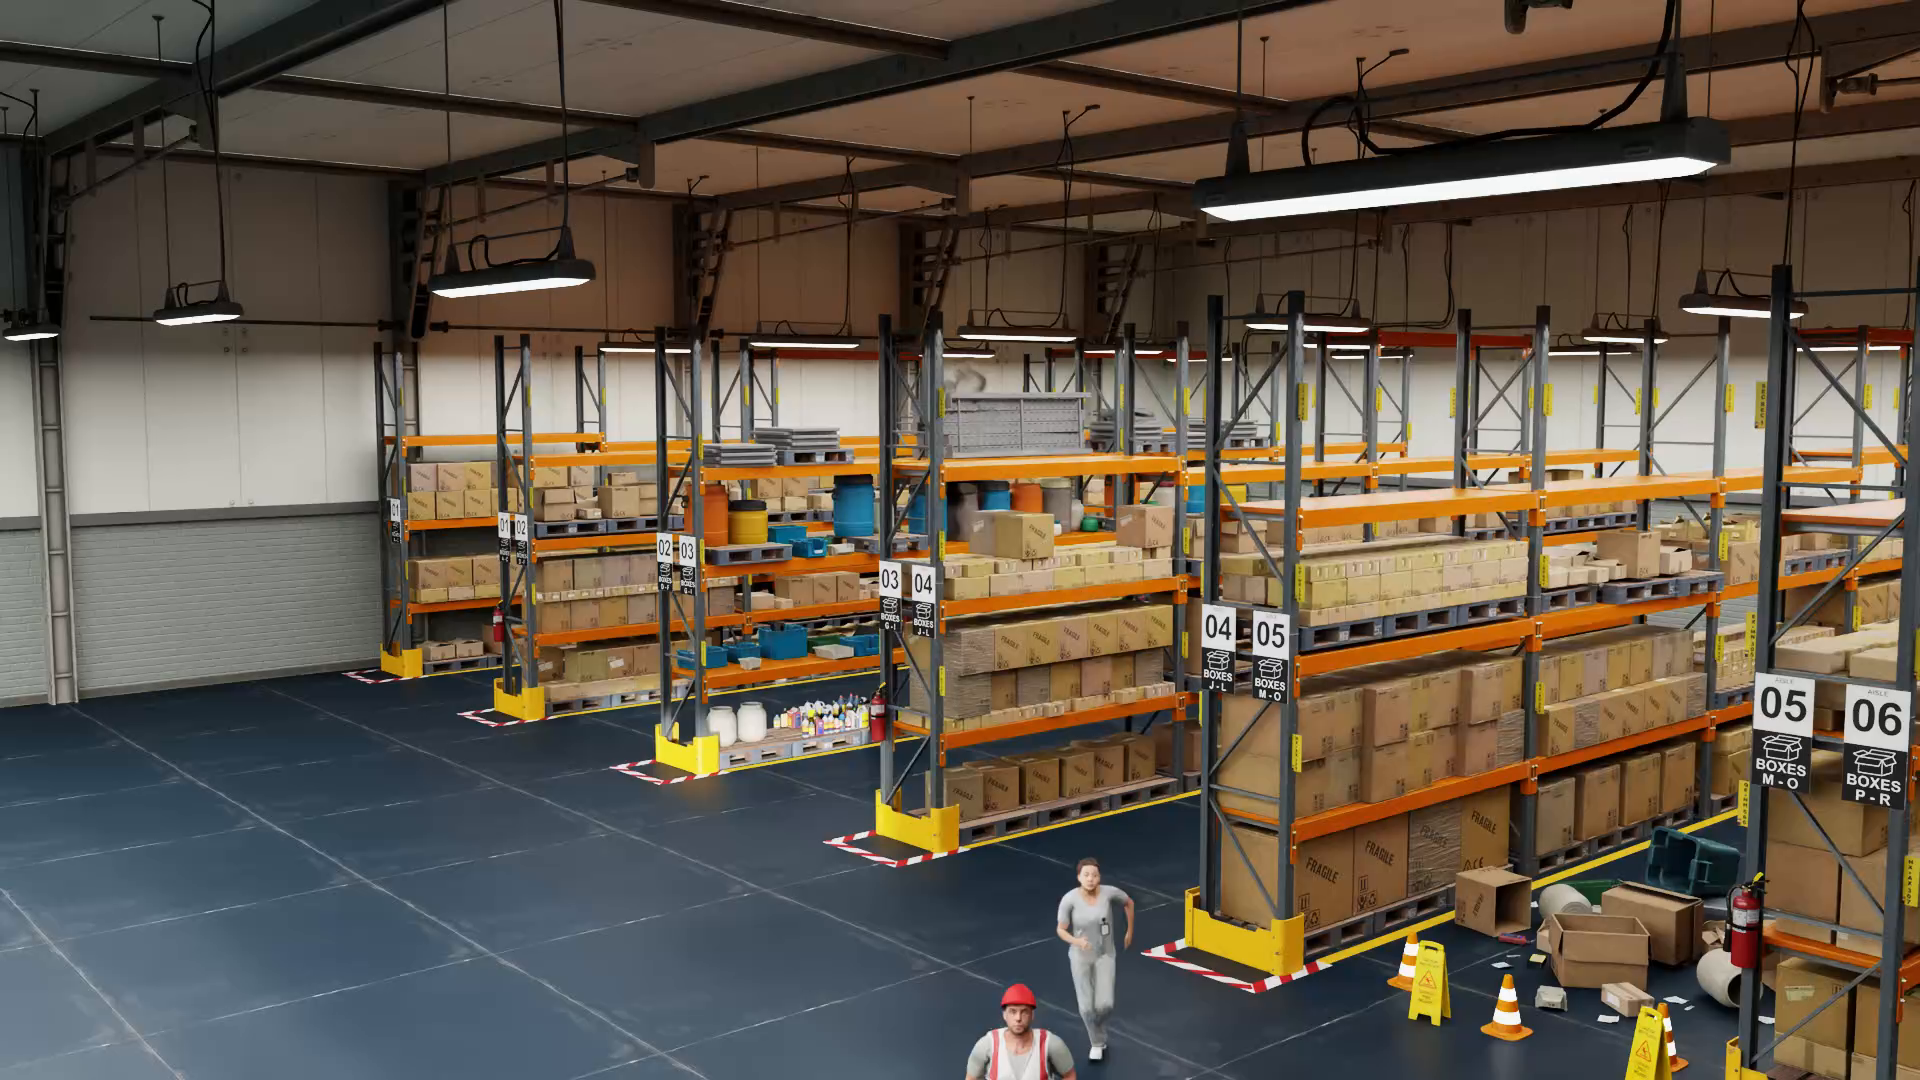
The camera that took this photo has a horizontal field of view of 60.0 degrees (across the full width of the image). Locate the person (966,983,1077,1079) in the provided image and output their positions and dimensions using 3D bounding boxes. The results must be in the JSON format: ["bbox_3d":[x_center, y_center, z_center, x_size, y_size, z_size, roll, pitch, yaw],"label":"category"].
[{"bbox_3d":[0.341,3.425,9.584,0.651,1.739,0.611,0,5,5],"label":"person"}]

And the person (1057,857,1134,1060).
[{"bbox_3d":[1.037,3.206,12.659,0.603,1.618,0.648,0,5,1],"label":"person"}]
